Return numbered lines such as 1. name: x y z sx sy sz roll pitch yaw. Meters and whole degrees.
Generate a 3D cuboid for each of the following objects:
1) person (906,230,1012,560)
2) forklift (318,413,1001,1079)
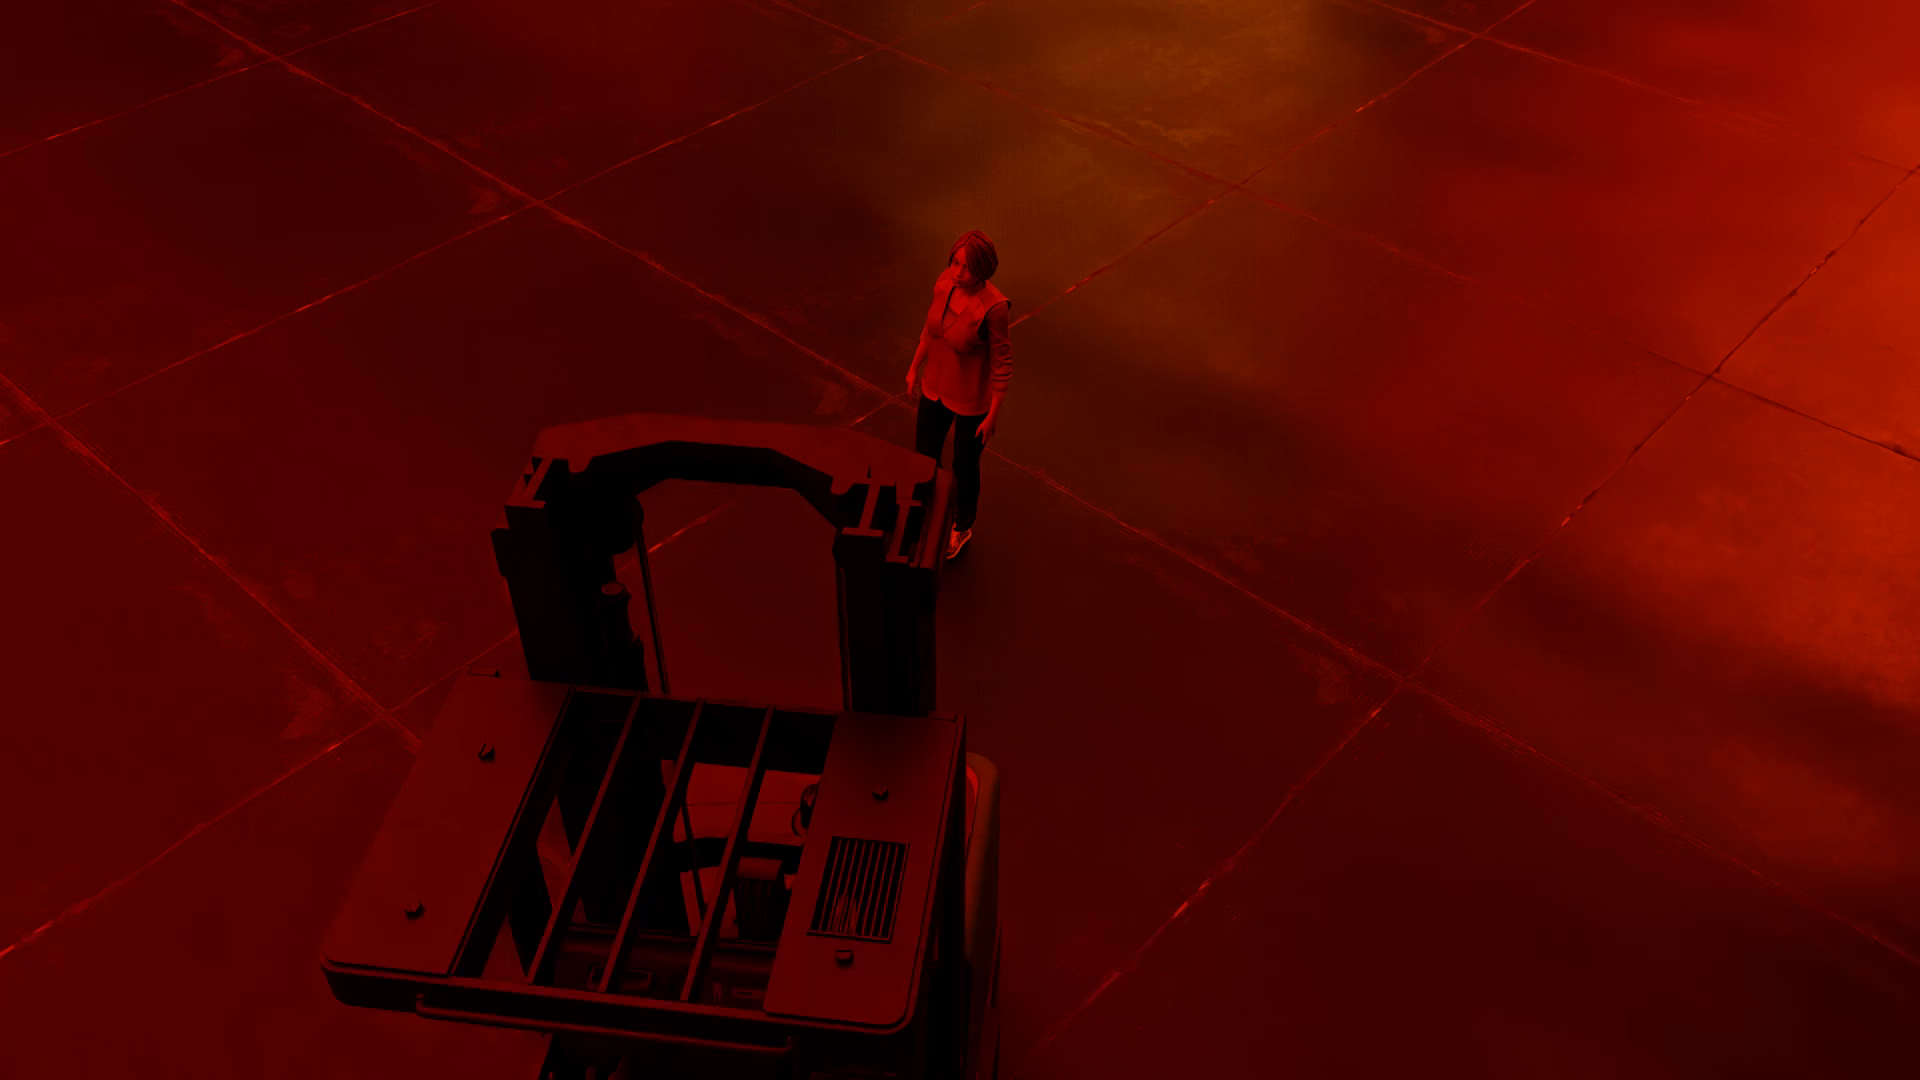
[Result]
1. person: -0.060 -0.582 7.121 0.520 1.596 0.476 31 49 31
2. forklift: -0.564 1.290 3.924 1.130 2.935 3.031 5 41 6
